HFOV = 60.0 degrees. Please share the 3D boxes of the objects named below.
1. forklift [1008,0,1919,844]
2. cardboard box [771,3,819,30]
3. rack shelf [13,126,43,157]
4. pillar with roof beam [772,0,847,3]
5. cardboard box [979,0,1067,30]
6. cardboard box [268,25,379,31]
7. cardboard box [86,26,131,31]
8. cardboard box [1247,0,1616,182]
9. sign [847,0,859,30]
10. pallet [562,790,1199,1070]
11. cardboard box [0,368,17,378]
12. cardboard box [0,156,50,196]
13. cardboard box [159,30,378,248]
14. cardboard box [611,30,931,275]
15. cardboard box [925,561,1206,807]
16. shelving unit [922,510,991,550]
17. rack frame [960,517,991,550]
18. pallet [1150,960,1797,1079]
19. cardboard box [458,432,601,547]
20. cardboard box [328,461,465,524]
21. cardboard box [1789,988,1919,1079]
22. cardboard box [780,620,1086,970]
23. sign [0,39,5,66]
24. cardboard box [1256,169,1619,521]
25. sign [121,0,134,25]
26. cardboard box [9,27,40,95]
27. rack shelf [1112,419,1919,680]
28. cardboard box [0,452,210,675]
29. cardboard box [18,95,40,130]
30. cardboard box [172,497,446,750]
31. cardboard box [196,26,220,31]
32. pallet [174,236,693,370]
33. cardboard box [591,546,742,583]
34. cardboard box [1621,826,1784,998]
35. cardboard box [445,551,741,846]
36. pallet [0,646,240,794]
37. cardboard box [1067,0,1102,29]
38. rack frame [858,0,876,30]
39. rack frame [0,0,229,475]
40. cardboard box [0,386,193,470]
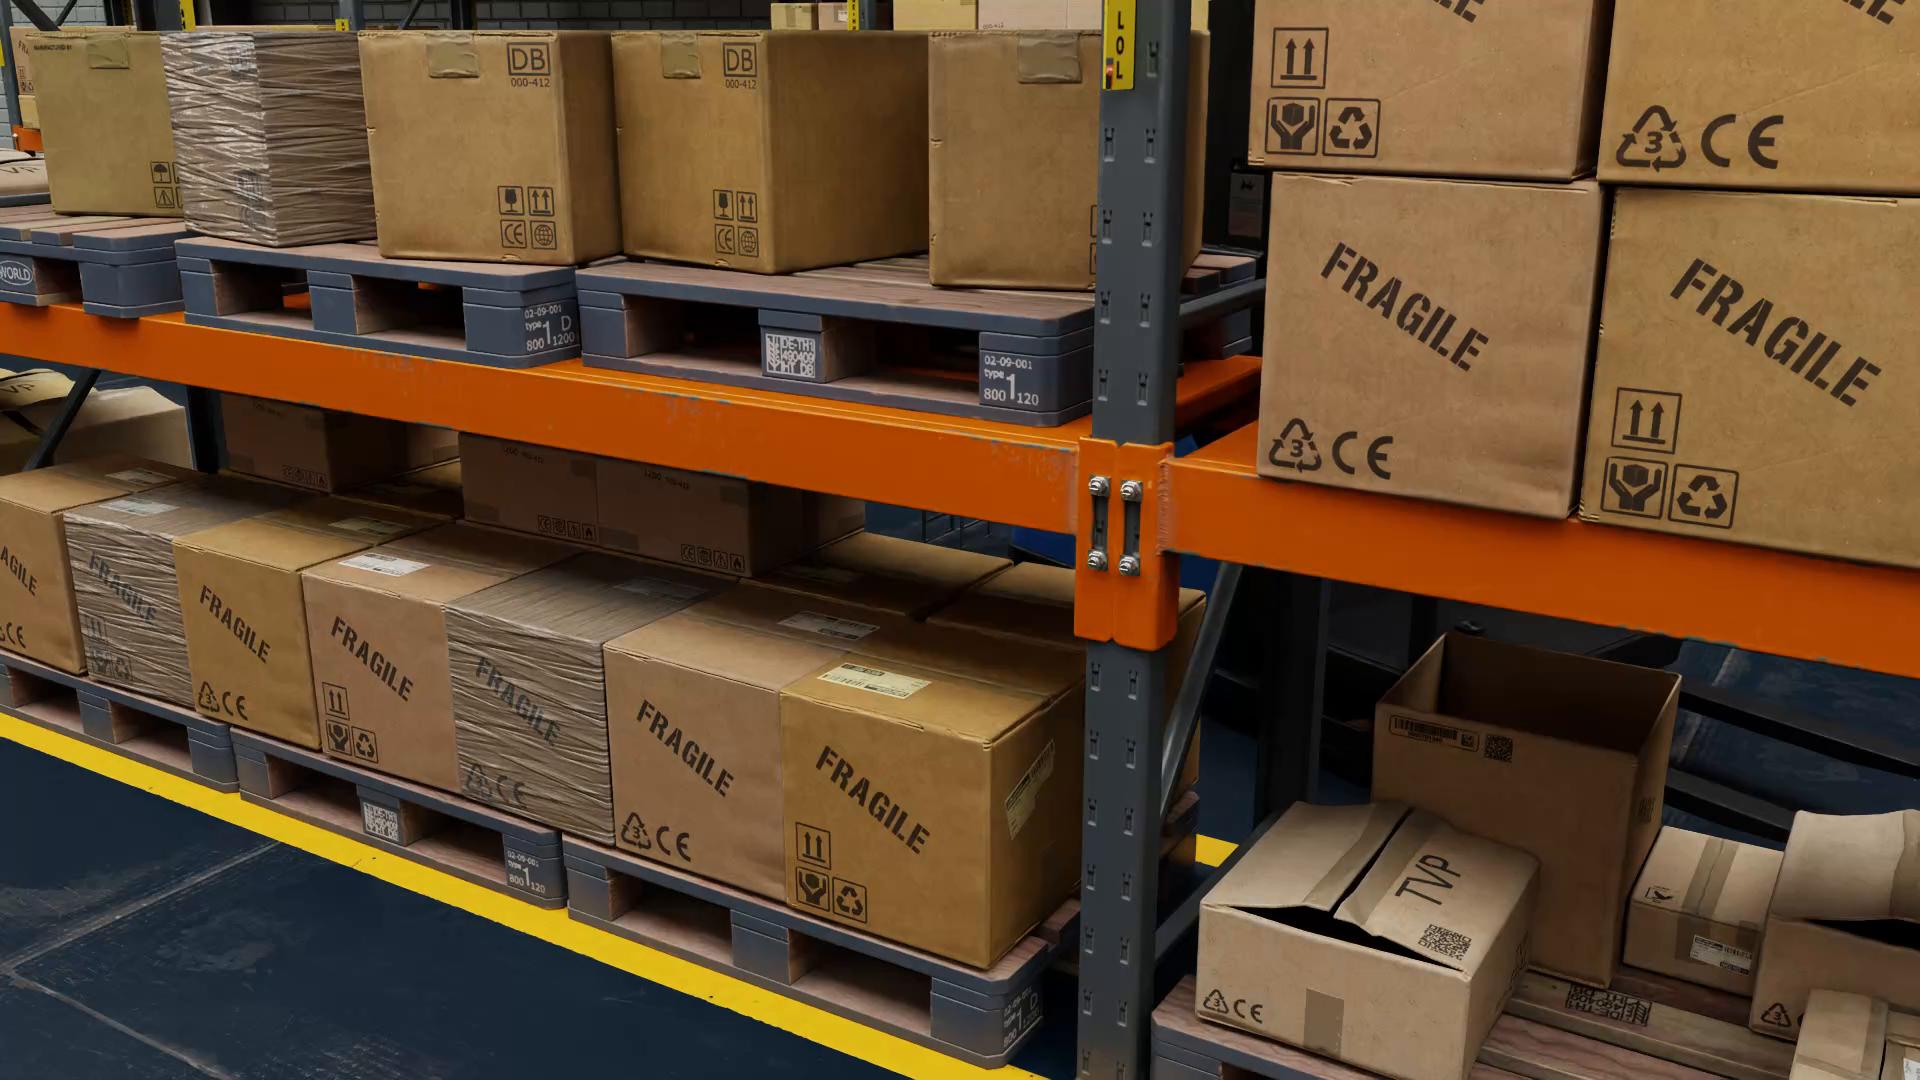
[{"bbox_3d":[1.464,-0.851,4.639,1.130,2.935,3.031,-13,21,-36],"label":"forklift"},{"bbox_3d":[-0.870,-2.957,9.409,0.250,0.149,0.380,7,18,21],"label":"cardboard box"},{"bbox_3d":[-5.391,-2.866,12.394,4.000,0.370,1.077,10,20,30],"label":"rack shelf"},{"bbox_3d":[-3.186,-4.514,6.259,0.400,9.000,9.100,10,20,30],"label":"pillar with roof beam"},{"bbox_3d":[0.432,-2.642,8.409,0.500,0.250,0.500,10,19,29],"label":"cardboard box"},{"bbox_3d":[-4.252,-3.198,11.182,0.500,0.500,0.500,10,20,30],"label":"cardboard box"},{"bbox_3d":[-5.993,-3.506,12.197,0.500,0.500,0.500,9,19,28],"label":"cardboard box"},{"bbox_3d":[0.795,-0.847,2.616,0.500,0.500,0.500,11,20,31],"label":"cardboard box"},{"bbox_3d":[-0.554,-2.678,8.681,0.005,0.325,0.100,10,20,30],"label":"sign"},{"bbox_3d":[-0.172,0.758,4.023,1.213,0.211,1.003,10,20,30],"label":"pallet"},{"bbox_3d":[-4.046,-0.532,6.516,0.500,0.311,0.500,10,19,29],"label":"cardboard box"},{"bbox_3d":[-3.155,-1.094,5.475,0.500,0.311,0.500,12,20,33],"label":"cardboard box"},{"bbox_3d":[-1.593,-1.065,4.331,0.500,0.500,0.700,15,22,40],"label":"cardboard box"},{"bbox_3d":[-0.365,-0.927,3.878,0.500,0.500,0.700,14,22,39],"label":"cardboard box"},{"bbox_3d":[0.256,0.390,3.981,0.500,0.500,0.500,9,19,28],"label":"cardboard box"},{"bbox_3d":[-0.012,-0.576,6.714,0.189,1.200,0.258,10,20,30],"label":"shelving unit"},{"bbox_3d":[0.066,-0.562,6.668,0.006,1.200,0.240,10,20,30],"label":"rack frame"},{"bbox_3d":[1.126,0.977,3.302,1.213,0.211,1.003,10,20,30],"label":"pallet"},{"bbox_3d":[-1.024,-0.197,4.624,0.500,0.250,0.500,10,19,29],"label":"cardboard box"},{"bbox_3d":[-1.507,0.078,5.007,0.500,0.500,0.500,9,19,28],"label":"cardboard box"},{"bbox_3d":[1.528,0.930,2.777,0.250,0.166,0.380,10,20,30],"label":"cardboard box"},{"bbox_3d":[-0.030,0.520,3.554,0.500,0.500,0.500,10,20,30],"label":"cardboard box"},{"bbox_3d":[-7.379,-3.794,12.722,0.005,0.325,0.100,10,20,30],"label":"sign"},{"bbox_3d":[0.833,-0.365,2.749,0.500,0.500,0.500,11,20,31],"label":"cardboard box"},{"bbox_3d":[-6.788,-4.354,13.519,0.005,0.325,0.100,10,20,30],"label":"sign"},{"bbox_3d":[-6.846,-3.664,12.716,0.500,0.500,0.500,10,20,30],"label":"cardboard box"},{"bbox_3d":[2.245,0.187,2.344,4.000,0.370,1.077,10,20,30],"label":"rack shelf"},{"bbox_3d":[-2.629,0.055,5.082,0.500,0.500,0.500,11,20,32],"label":"cardboard box"},{"bbox_3d":[-6.846,-3.300,12.806,0.500,0.250,0.500,9,19,28],"label":"cardboard box"},{"bbox_3d":[-1.755,0.211,4.569,0.500,0.500,0.500,10,19,29],"label":"cardboard box"},{"bbox_3d":[-5.103,-3.352,11.688,0.500,0.500,0.500,9,19,28],"label":"cardboard box"},{"bbox_3d":[-1.208,-0.684,4.302,1.213,0.211,1.003,10,20,30],"label":"pallet"},{"bbox_3d":[-0.626,0.233,4.496,0.500,0.500,0.500,10,20,31],"label":"cardboard box"},{"bbox_3d":[1.526,0.750,3.398,0.250,0.149,0.380,10,20,30],"label":"cardboard box"},{"bbox_3d":[-0.874,0.366,4.060,0.500,0.500,0.500,10,20,31],"label":"cardboard box"},{"bbox_3d":[-2.251,0.387,5.244,1.213,0.211,1.003,10,20,30],"label":"pallet"},{"bbox_3d":[0.860,-2.567,8.162,0.500,0.250,0.500,10,20,30],"label":"cardboard box"},{"bbox_3d":[-0.278,-2.298,9.285,0.127,3.000,1.000,10,20,30],"label":"rack frame"},{"bbox_3d":[-2.868,-1.070,5.244,0.127,3.000,1.000,10,20,30],"label":"rack frame"},{"bbox_3d":[-3.160,-0.376,6.003,0.500,0.311,0.500,11,20,32],"label":"cardboard box"}]
